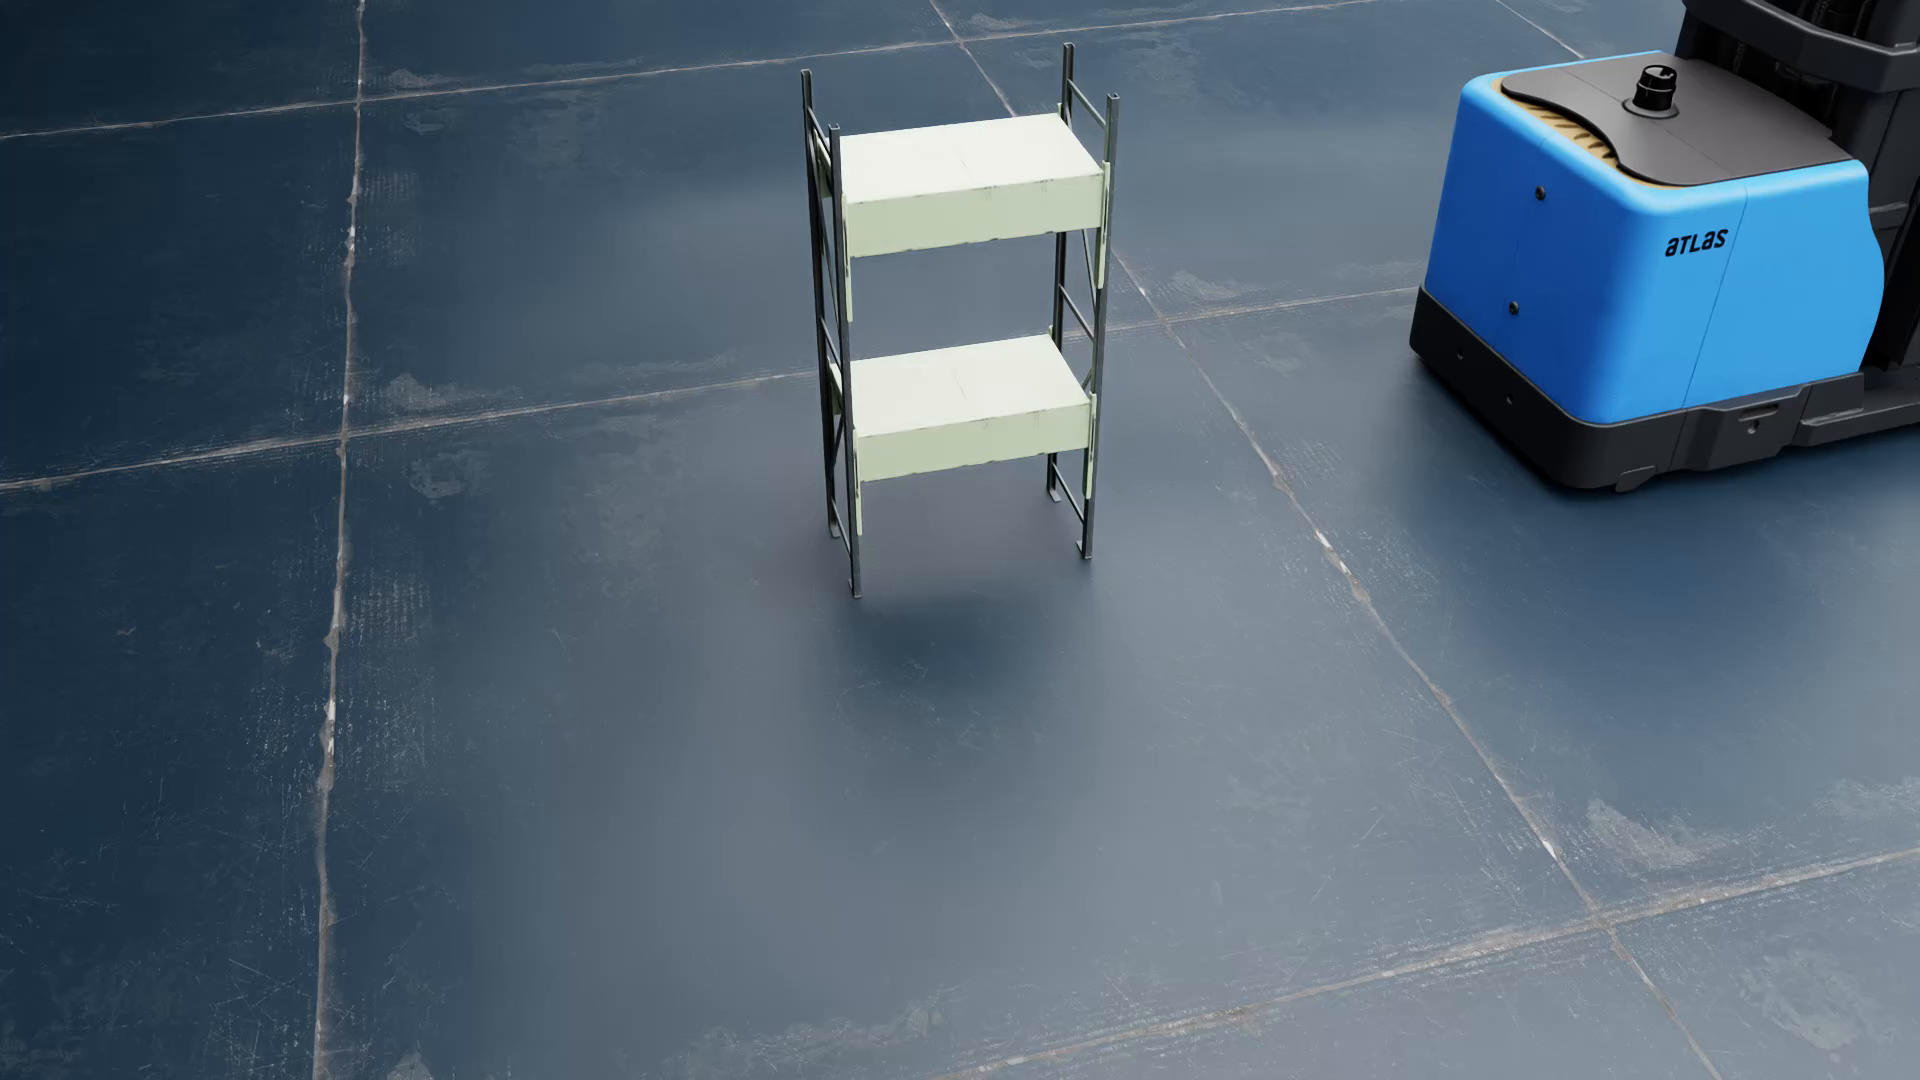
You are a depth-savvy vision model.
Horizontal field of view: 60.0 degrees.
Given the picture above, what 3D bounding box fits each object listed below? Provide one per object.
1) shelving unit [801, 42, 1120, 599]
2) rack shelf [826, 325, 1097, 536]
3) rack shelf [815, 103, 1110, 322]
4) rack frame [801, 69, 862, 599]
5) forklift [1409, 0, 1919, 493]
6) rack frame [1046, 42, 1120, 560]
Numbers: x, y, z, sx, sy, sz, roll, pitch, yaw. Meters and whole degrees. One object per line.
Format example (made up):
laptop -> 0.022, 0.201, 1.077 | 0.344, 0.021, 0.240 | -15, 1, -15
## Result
shelving unit -> -0.006, -0.595, 4.793 | 0.755, 1.500, 0.431 | -9, 38, -12
rack shelf -> -0.006, -0.336, 4.991 | 0.720, 0.370, 0.431 | -9, 38, -12
rack shelf -> -0.006, -0.905, 4.556 | 0.720, 0.370, 0.431 | -9, 38, -12
rack frame -> -0.360, -0.537, 4.717 | 0.023, 1.500, 0.400 | -9, 38, -12
forklift -> 3.212, -1.852, 5.258 | 3.031, 2.935, 1.130 | -12, 39, -15
rack frame -> 0.347, -0.653, 4.869 | 0.023, 1.500, 0.400 | -9, 38, -12
